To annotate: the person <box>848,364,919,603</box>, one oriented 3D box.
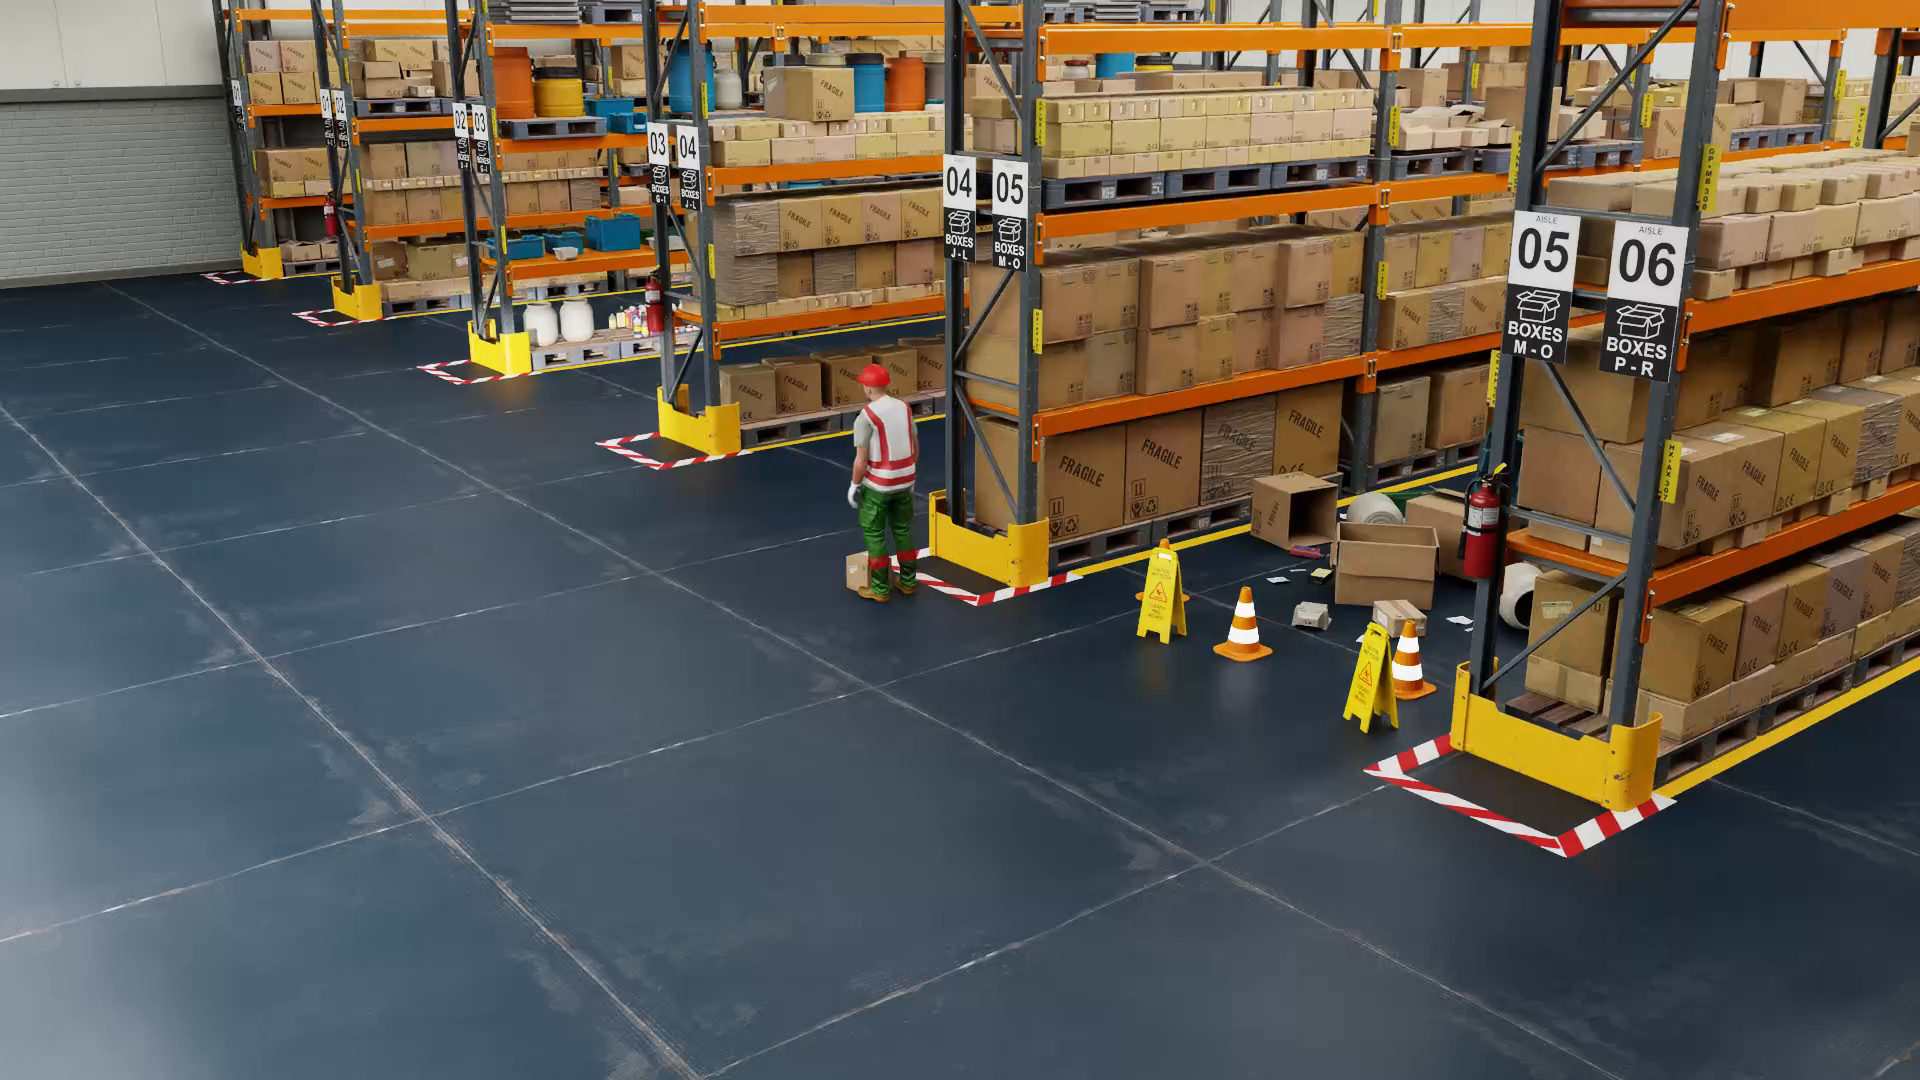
[{"bbox_3d":[-0.567,-0.426,12.373,0.623,1.780,0.449,-14,22,-38],"label":"person"}]
